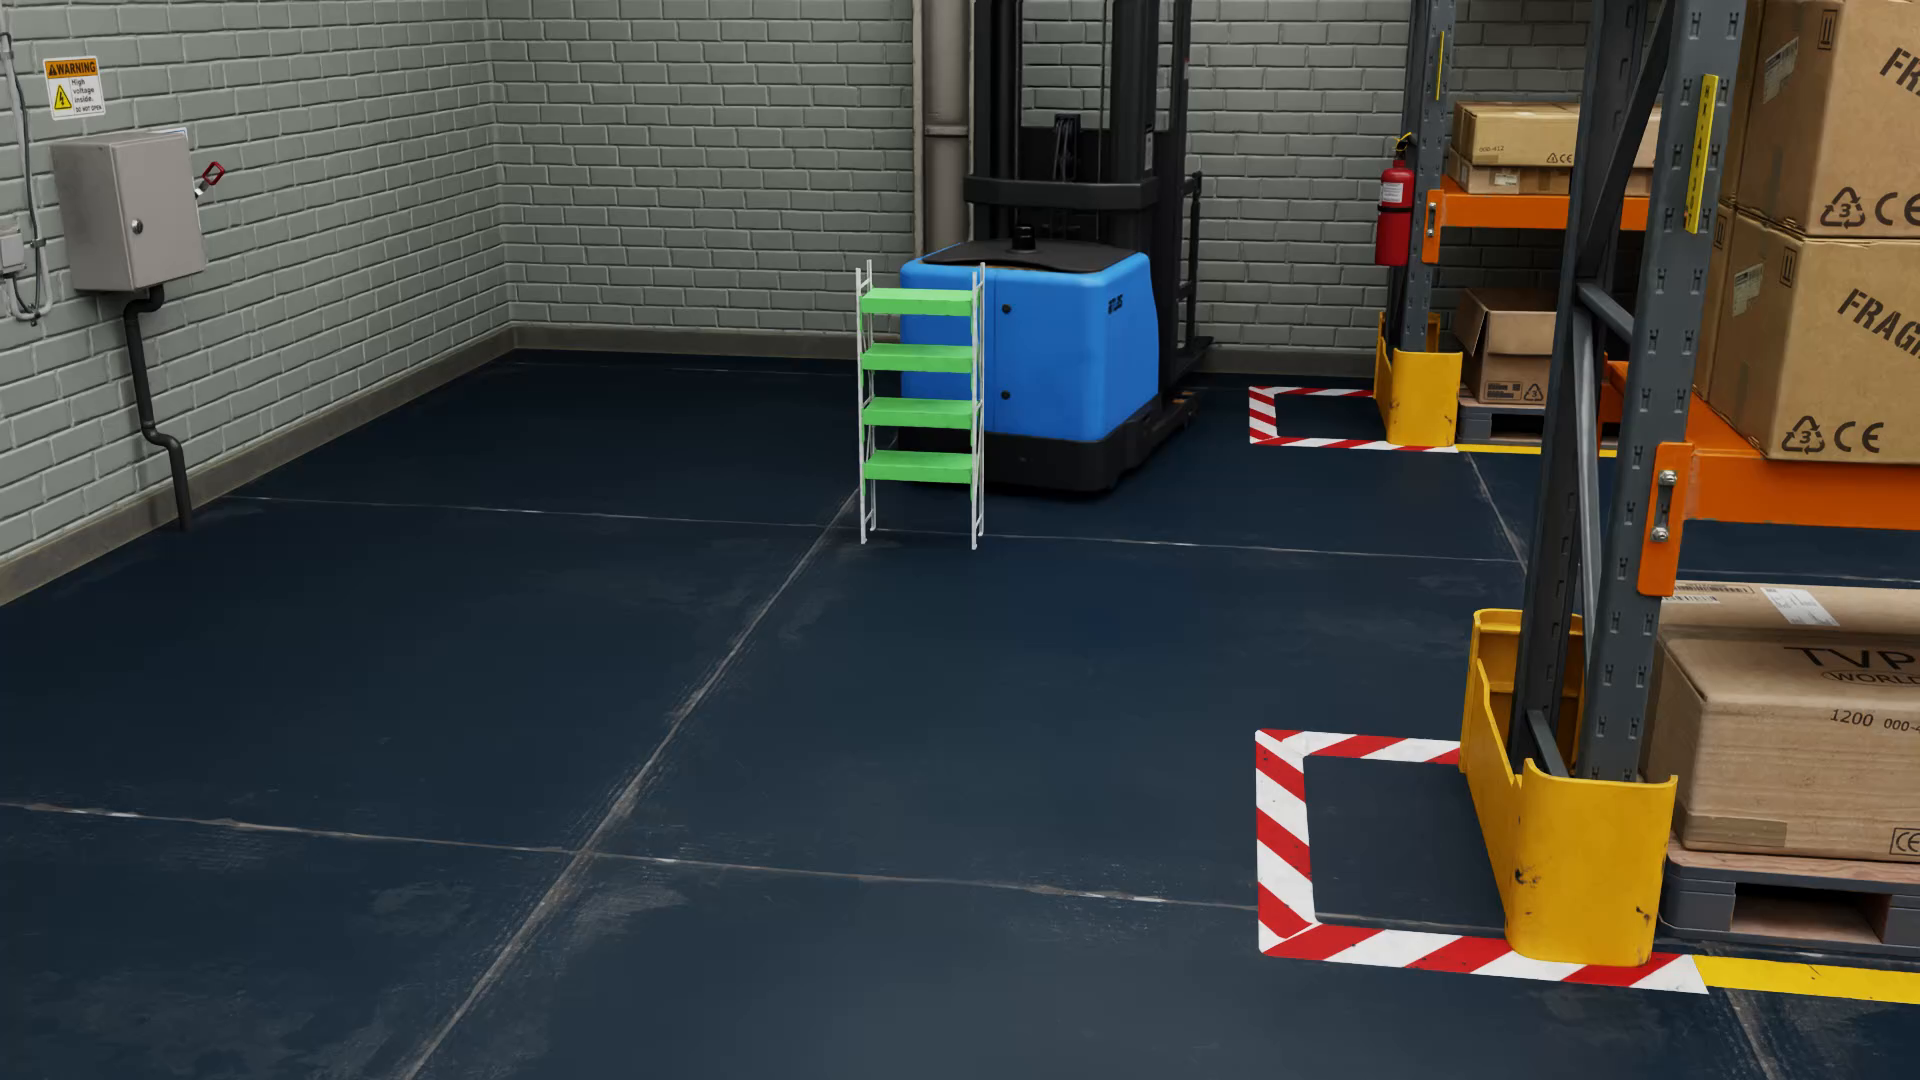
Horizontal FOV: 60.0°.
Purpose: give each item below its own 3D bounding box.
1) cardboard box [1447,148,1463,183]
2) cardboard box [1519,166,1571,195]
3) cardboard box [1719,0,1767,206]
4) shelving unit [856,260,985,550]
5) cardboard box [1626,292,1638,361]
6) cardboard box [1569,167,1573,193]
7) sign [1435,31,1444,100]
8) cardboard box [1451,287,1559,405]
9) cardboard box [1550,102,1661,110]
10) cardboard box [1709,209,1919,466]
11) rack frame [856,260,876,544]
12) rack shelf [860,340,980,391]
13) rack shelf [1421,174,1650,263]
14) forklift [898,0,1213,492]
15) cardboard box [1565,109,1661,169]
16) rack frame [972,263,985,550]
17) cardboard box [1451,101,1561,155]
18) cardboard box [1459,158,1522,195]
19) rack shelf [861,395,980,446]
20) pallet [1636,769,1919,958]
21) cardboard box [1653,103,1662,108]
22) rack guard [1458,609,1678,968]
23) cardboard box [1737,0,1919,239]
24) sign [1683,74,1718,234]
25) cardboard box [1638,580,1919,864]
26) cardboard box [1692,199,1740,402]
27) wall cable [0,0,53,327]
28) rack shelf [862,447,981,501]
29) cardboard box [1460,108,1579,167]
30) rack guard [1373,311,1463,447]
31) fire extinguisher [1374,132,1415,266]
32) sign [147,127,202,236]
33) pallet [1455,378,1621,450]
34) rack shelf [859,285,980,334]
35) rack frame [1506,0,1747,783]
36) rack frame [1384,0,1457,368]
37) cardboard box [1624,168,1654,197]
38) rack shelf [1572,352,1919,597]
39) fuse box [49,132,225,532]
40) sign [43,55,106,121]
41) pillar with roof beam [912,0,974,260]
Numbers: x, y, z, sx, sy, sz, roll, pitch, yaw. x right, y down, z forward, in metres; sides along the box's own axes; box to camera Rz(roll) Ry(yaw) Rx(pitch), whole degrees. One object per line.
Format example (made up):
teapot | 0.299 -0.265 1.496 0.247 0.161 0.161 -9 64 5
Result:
cardboard box | 2.824 -2.051 9.102 0.250 0.149 0.380 3 19 8
cardboard box | 2.994 -1.883 8.599 0.250 0.149 0.380 3 19 10
cardboard box | 2.185 -1.119 4.188 0.500 0.500 0.500 4 19 10
shelving unit | -0.163 -0.577 7.138 0.503 1.200 0.258 3 19 9
cardboard box | 3.881 -1.001 8.845 0.500 0.500 0.700 4 19 11
cardboard box | 3.259 -1.881 8.592 0.250 0.149 0.380 3 19 8
sign | 2.369 -2.343 8.215 0.005 0.325 0.100 3 19 9
cardboard box | 3.044 -1.058 9.009 0.637 0.503 0.797 2 19 6
cardboard box | 3.460 -2.206 8.938 0.500 0.250 0.500 3 19 9
cardboard box | 2.099 -0.481 3.855 0.500 0.500 0.500 3 19 8
rack frame | -0.404 -0.590 7.174 0.015 1.200 0.240 3 19 9
rack shelf | -0.163 -0.744 7.082 0.480 0.148 0.258 3 19 9
rack shelf | 4.429 -1.661 8.674 4.000 0.370 1.077 3 19 9
forklift | 0.712 -2.044 8.793 1.130 2.935 3.031 7 20 20
cardboard box | 3.358 -2.040 8.441 0.500 0.250 0.500 3 19 9
rack frame | 0.077 -0.565 7.101 0.015 1.200 0.240 3 19 9
cardboard box | 2.951 -2.233 9.016 0.500 0.250 0.500 3 19 10
cardboard box | 2.736 -1.881 8.594 0.250 0.149 0.380 3 19 8
rack shelf | -0.163 -0.517 7.158 0.480 0.148 0.258 3 19 9
pallet | 2.473 0.791 4.608 1.213 0.211 1.003 3 19 9
cardboard box | 3.948 -2.180 8.859 0.500 0.250 0.500 4 19 10
rack guard | 1.647 0.637 4.613 0.348 0.500 1.175 3 19 9
cardboard box | 2.100 -0.956 3.699 0.500 0.500 0.500 3 19 7
sign | 1.577 -0.822 3.544 0.005 0.325 0.100 3 19 9
cardboard box | 2.339 0.470 4.547 0.875 0.438 0.875 2 19 7
cardboard box | 2.189 -0.654 4.372 0.500 0.500 0.500 3 19 9
wall cable | -3.687 -1.751 6.207 0.122 1.984 0.588 3 19 9
rack shelf | -0.163 -0.289 7.234 0.480 0.148 0.258 3 19 9
cardboard box | 2.860 -2.066 8.517 0.500 0.250 0.500 3 19 9
rack guard | 2.530 -0.914 9.246 0.348 0.500 1.175 3 19 9
fire extinguisher | 2.236 -1.752 8.521 0.183 0.674 0.296 3 19 9
sign | -3.549 -1.595 7.492 0.001 0.494 0.329 3 19 9
pallet | 3.317 -0.737 9.172 1.213 0.211 1.003 3 19 9
rack shelf | -0.163 -0.972 7.006 0.480 0.148 0.258 3 19 9
rack frame | 1.671 -0.548 4.212 0.127 3.000 1.000 3 19 9
rack frame | 2.455 -2.103 8.860 0.127 3.000 1.000 3 19 9
cardboard box | 3.499 -1.849 8.497 0.250 0.149 0.380 4 19 10
rack shelf | 3.646 -0.106 4.026 4.000 0.370 1.077 3 19 9
fuse box | -3.423 -0.864 7.188 0.414 1.711 0.539 3 19 9
sign | -3.636 -1.860 6.832 0.001 0.242 0.339 3 19 9
pillar with roof beam | -0.747 -4.017 5.127 0.400 9.000 9.100 3 19 9
